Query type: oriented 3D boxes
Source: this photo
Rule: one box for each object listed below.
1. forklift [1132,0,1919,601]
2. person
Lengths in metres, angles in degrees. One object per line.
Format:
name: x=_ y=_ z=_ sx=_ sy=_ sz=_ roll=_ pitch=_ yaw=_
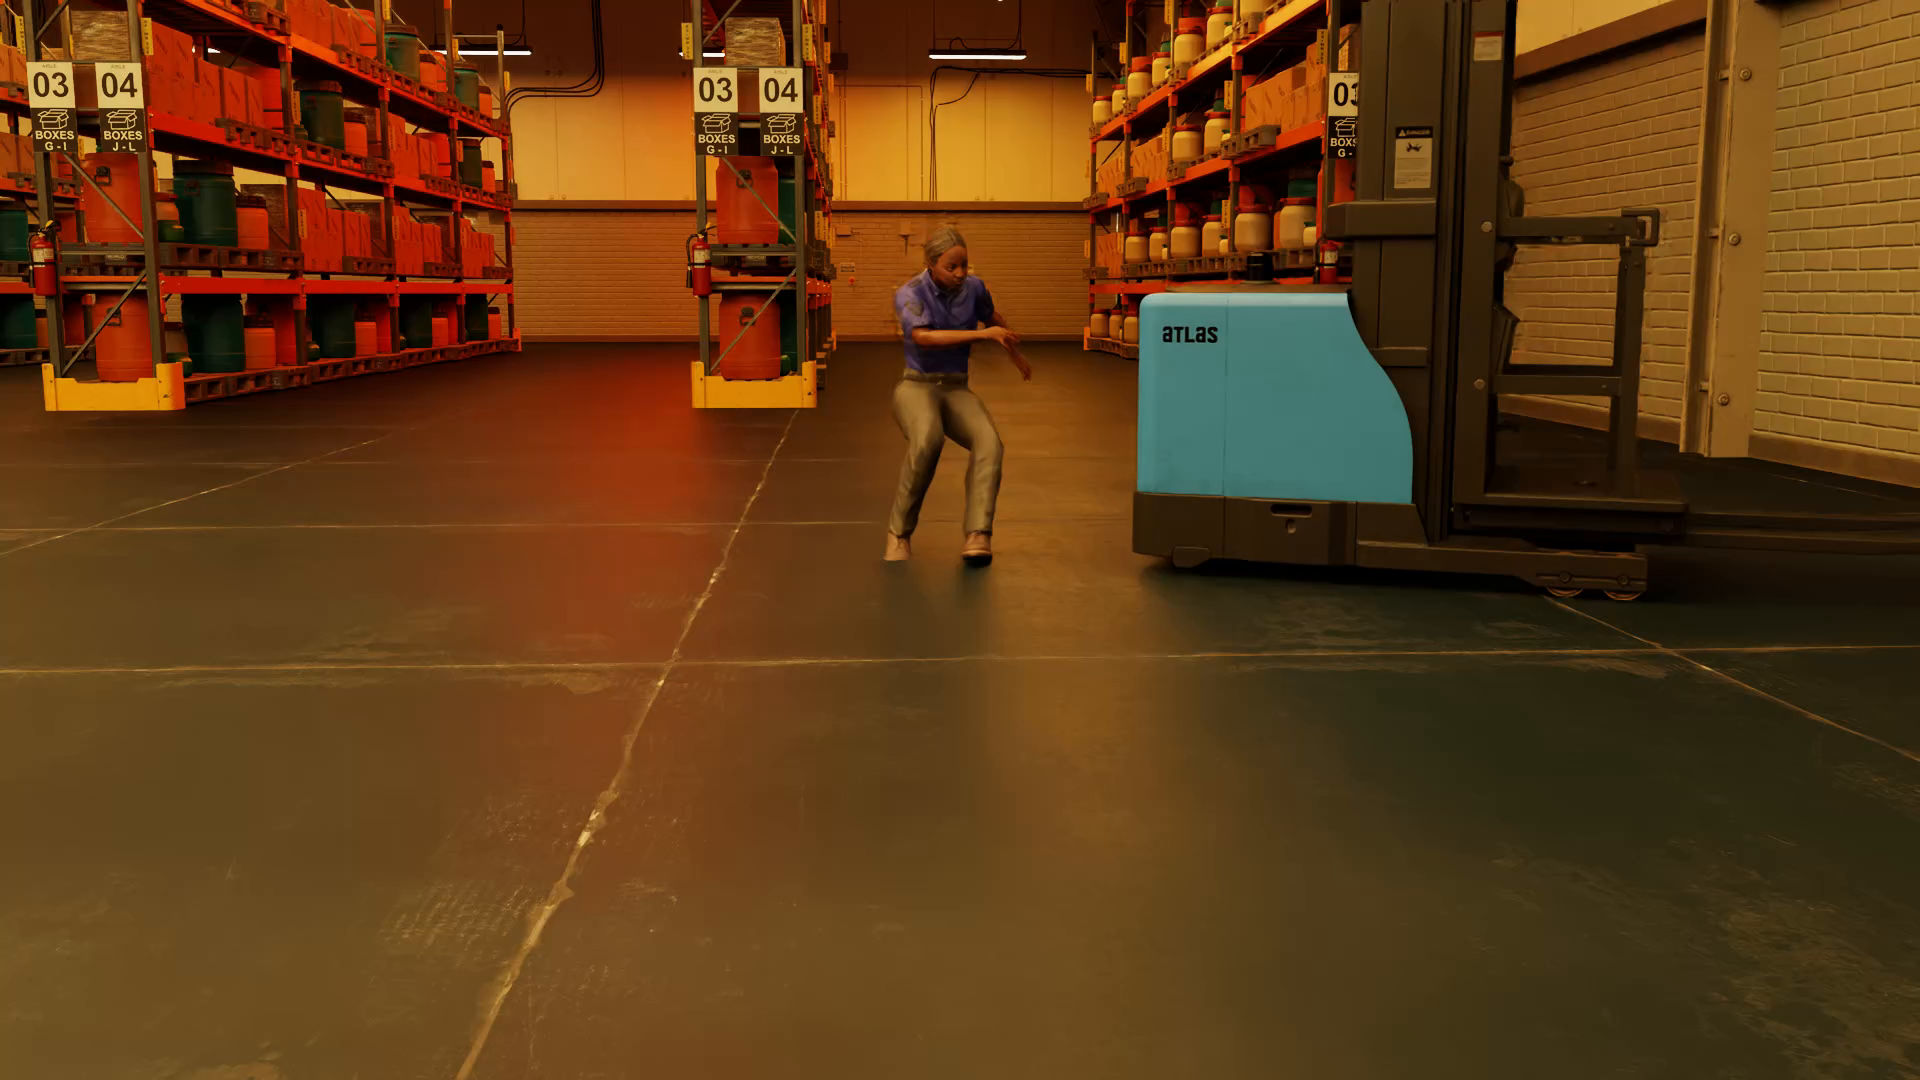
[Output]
forklift: x=2.249 y=-1.322 z=6.234 sx=3.031 sy=2.935 sz=1.130 roll=3 pitch=9 yaw=19
person: x=0.077 y=-0.606 z=7.013 sx=1.000 sy=1.396 sz=0.900 roll=-5 pitch=10 yaw=-28
